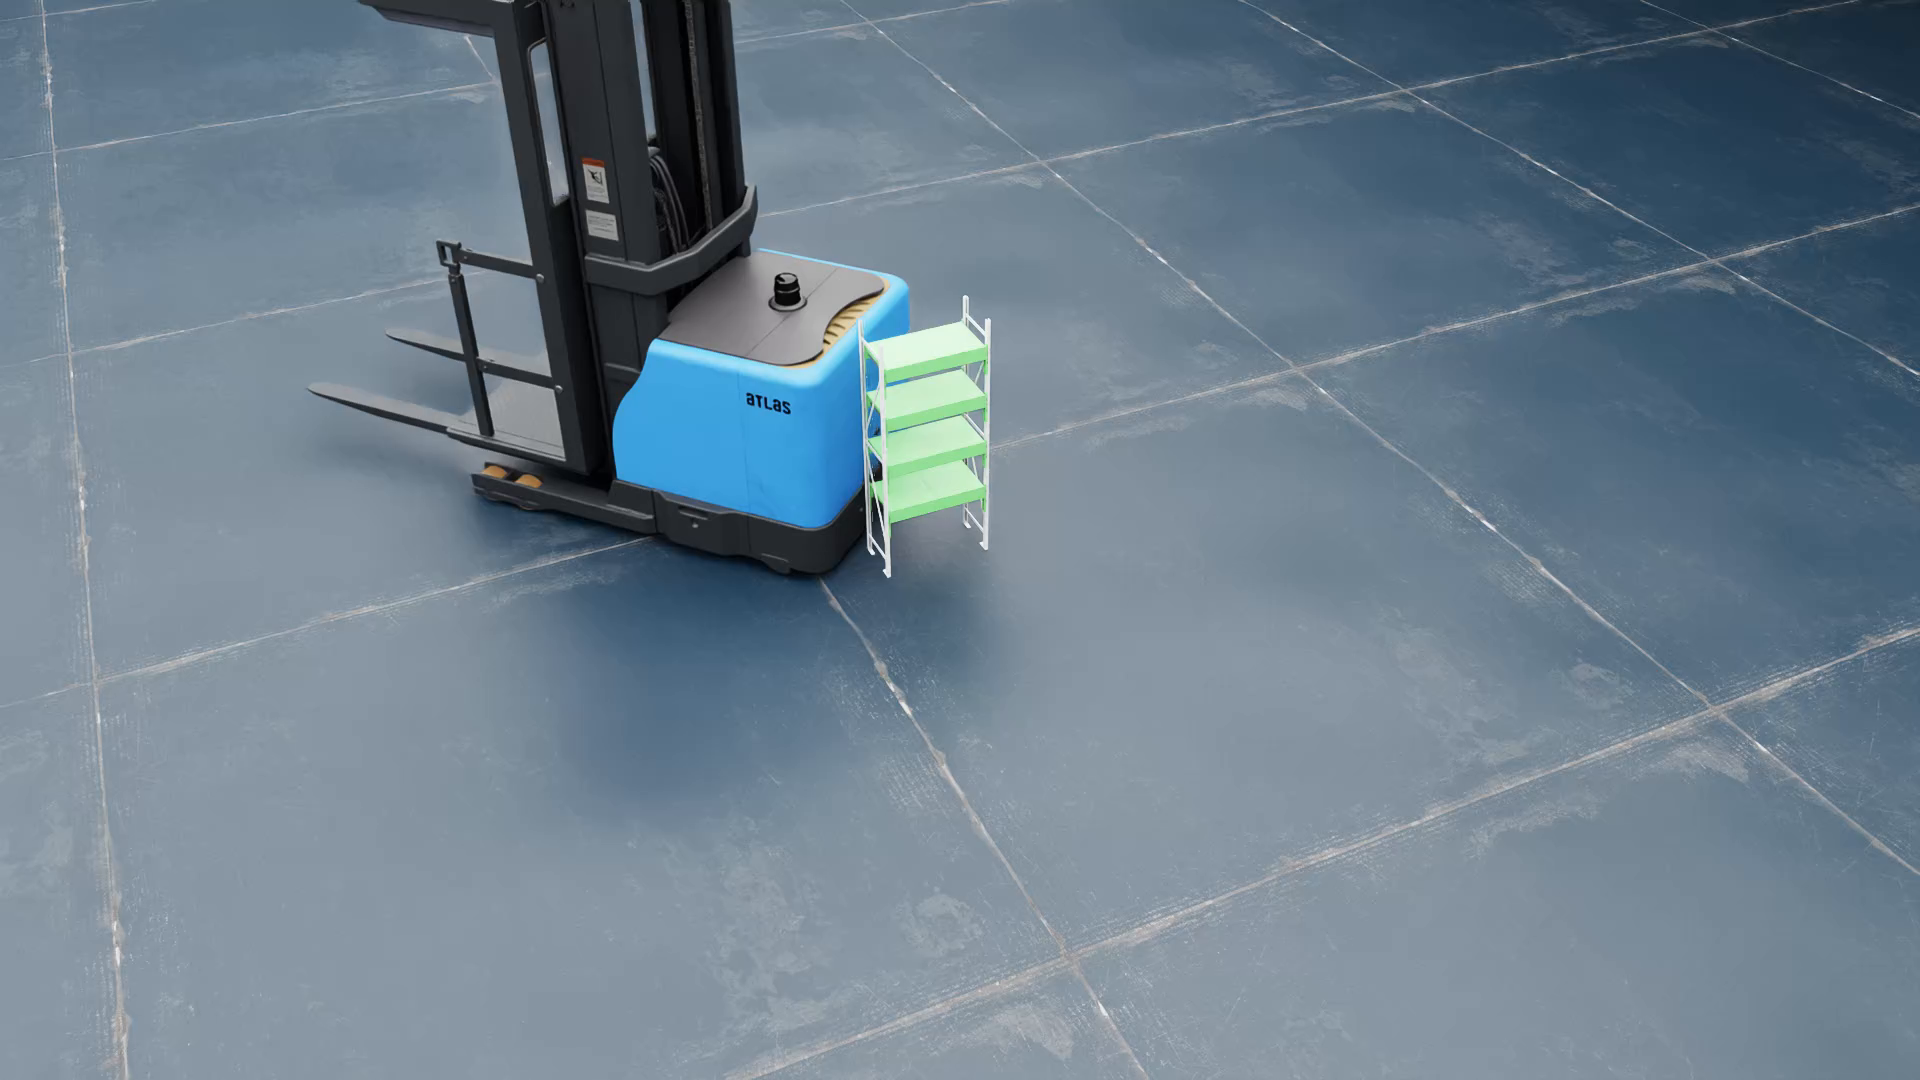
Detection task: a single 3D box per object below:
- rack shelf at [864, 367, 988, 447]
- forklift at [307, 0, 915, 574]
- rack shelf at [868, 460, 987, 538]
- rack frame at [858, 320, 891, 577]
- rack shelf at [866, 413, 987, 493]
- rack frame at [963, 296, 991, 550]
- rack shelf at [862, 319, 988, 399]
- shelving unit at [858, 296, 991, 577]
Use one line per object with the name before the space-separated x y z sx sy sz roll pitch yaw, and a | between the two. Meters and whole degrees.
rack shelf | -0.150 -0.581 7.231 0.480 0.148 0.258 -16 39 -20
forklift | -1.783 -1.593 7.437 3.031 2.935 1.130 14 39 18
rack shelf | -0.150 -0.196 7.517 0.480 0.148 0.258 -16 39 -20
rack frame | -0.371 -0.378 7.253 0.015 1.200 0.240 -16 39 -20
rack shelf | -0.150 -0.389 7.374 0.480 0.148 0.258 -16 39 -20
rack frame | 0.071 -0.502 7.419 0.015 1.200 0.240 -16 39 -20
rack shelf | -0.150 -0.774 7.088 0.480 0.148 0.258 -16 39 -20
shelving unit | -0.150 -0.440 7.336 0.503 1.200 0.258 -16 39 -20
